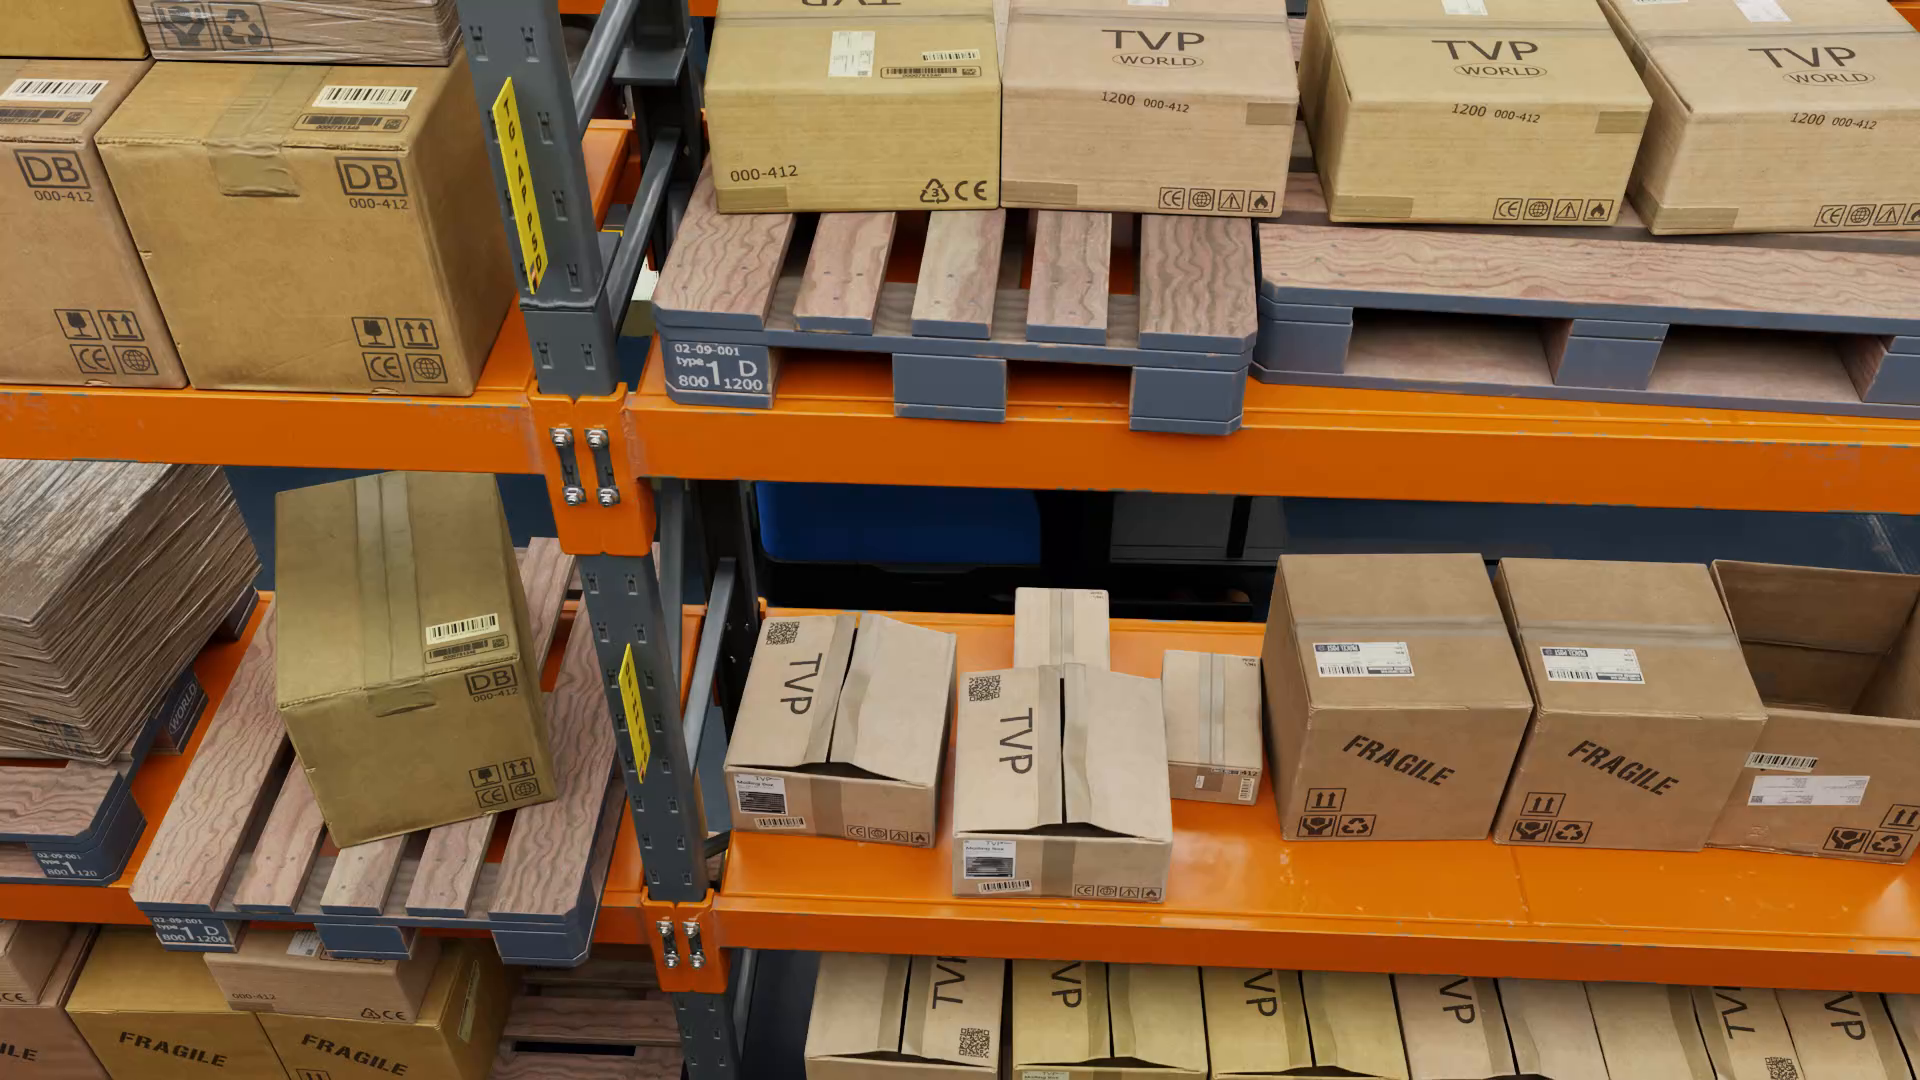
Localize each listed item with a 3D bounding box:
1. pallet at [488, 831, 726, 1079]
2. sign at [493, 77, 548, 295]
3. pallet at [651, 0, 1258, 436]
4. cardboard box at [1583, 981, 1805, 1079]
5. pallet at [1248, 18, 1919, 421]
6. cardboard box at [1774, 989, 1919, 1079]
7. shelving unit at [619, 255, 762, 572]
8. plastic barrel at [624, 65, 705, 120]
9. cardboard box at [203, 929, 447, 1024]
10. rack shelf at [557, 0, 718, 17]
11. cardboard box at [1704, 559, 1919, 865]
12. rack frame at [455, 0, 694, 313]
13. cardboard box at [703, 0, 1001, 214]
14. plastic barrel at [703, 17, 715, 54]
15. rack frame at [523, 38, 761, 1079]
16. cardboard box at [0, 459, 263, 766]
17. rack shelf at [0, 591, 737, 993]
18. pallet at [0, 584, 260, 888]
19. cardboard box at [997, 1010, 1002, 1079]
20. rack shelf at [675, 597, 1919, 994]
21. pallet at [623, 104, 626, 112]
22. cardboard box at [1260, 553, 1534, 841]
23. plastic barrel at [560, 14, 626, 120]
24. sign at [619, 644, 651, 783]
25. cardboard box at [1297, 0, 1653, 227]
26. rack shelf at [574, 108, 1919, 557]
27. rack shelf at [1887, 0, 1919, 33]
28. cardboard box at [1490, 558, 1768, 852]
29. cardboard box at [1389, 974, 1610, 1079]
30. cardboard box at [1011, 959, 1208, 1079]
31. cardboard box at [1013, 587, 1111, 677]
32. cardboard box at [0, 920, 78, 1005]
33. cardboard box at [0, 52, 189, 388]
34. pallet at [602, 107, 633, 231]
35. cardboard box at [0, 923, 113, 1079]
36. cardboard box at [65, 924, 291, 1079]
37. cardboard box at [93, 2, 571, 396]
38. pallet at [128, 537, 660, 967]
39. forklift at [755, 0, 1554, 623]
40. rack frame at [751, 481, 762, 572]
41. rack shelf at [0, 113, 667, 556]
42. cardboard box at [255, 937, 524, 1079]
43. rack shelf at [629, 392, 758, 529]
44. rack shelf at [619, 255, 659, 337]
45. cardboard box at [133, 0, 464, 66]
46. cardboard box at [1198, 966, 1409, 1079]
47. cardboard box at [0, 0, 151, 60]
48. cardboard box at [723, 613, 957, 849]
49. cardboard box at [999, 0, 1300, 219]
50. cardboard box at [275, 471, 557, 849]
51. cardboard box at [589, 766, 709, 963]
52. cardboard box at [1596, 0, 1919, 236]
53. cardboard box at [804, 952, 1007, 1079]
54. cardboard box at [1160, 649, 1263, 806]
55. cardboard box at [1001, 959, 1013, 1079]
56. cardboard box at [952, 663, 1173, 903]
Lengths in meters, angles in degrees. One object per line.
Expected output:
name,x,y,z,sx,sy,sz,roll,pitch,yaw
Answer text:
pallet,-1.388,1.351,5.145,1.213,0.211,1.003,2,43,2
sign,-0.671,-0.538,2.547,0.005,0.325,0.100,2,43,2
pallet,0.038,-0.689,3.227,1.003,0.211,1.213,4,43,4
cardboard box,1.916,1.303,4.448,0.500,0.311,0.500,2,43,2
pallet,1.155,-0.657,3.193,1.213,0.211,1.003,4,43,4
cardboard box,2.414,1.320,4.430,0.500,0.311,0.500,3,43,3
shelving unit,-1.139,-0.563,6.254,0.755,1.500,0.431,1,43,1
plastic barrel,-1.475,-2.197,8.425,0.421,0.512,0.421,0,43,0
cardboard box,-1.645,0.991,4.447,0.500,0.250,0.500,3,43,4
rack shelf,-2.415,-2.792,8.074,4.000,0.370,1.077,2,43,2
cardboard box,2.059,0.414,4.031,0.500,0.500,0.500,5,43,5
rack frame,-0.644,-1.816,2.098,0.127,3.000,1.000,2,43,2
cardboard box,-0.188,-0.842,3.054,0.500,0.250,0.500,-1,43,-1
plastic barrel,-0.907,-2.357,8.363,0.708,0.830,0.600,2,43,2
rack frame,-0.644,0.379,4.143,0.127,3.000,1.000,2,43,2
cardboard box,-2.183,0.088,4.073,0.500,0.500,0.700,9,44,10
rack shelf,-2.642,0.581,4.454,4.000,0.370,1.077,2,43,2
pallet,-2.587,0.393,4.269,1.213,0.211,1.003,2,43,2
cardboard box,-0.134,1.448,4.705,0.500,0.250,0.500,2,43,2
rack shelf,1.354,0.704,4.322,4.000,0.370,1.077,2,43,2
pallet,-2.422,-2.009,8.751,1.213,0.211,1.003,2,43,2
cardboard box,1.033,0.383,4.065,0.500,0.500,0.500,0,43,0
plastic barrel,-2.035,-2.303,8.483,0.708,0.588,0.600,2,43,2
sign,-0.659,0.354,3.378,0.005,0.325,0.100,2,43,2
cardboard box,0.907,-0.813,3.023,0.500,0.250,0.500,1,43,1
rack shelf,1.354,-0.394,3.299,4.000,0.370,1.077,2,43,2
rack shelf,5.577,-2.546,7.811,4.000,0.370,1.077,2,43,2
cardboard box,1.559,0.399,4.048,0.500,0.500,0.500,2,43,2
cardboard box,1.414,1.285,4.467,0.500,0.311,0.500,1,43,1
cardboard box,0.391,1.253,4.502,0.500,0.311,0.500,1,43,1
cardboard box,0.267,0.310,4.400,0.250,0.149,0.380,2,43,2
cardboard box,-2.668,0.962,4.478,0.500,0.250,0.500,1,43,1
cardboard box,-1.591,-0.761,3.093,0.500,0.500,0.910,2,43,2
pallet,-1.207,-1.969,8.709,1.213,0.211,1.003,2,43,2
cardboard box,-2.630,1.236,4.734,0.500,0.500,0.500,0,43,0
cardboard box,-2.106,1.248,4.721,0.500,0.500,0.500,0,43,0
cardboard box,-1.081,-0.746,3.076,0.500,0.500,0.910,2,43,2
pallet,-1.324,0.476,4.179,1.003,0.211,1.213,2,43,2
forklift,0.765,-1.094,5.774,3.031,2.935,1.130,1,43,1
rack frame,-0.773,-0.557,6.247,0.023,1.500,0.400,1,43,1
rack shelf,-2.642,-0.517,3.431,4.000,0.370,1.077,2,43,2
cardboard box,-1.589,1.264,4.704,0.500,0.500,0.500,3,43,4
rack shelf,-1.139,-0.325,6.476,0.720,0.370,0.431,1,43,1
rack shelf,-1.139,-0.849,5.988,0.720,0.370,0.431,1,43,1
cardboard box,-1.080,-1.139,2.764,0.500,0.500,0.500,2,43,2
cardboard box,0.900,1.270,4.484,0.500,0.311,0.500,1,43,1
cardboard box,-1.589,-1.154,2.781,0.500,0.500,0.500,2,43,2
cardboard box,-0.283,0.453,4.129,0.500,0.311,0.500,4,43,5
cardboard box,0.336,-0.838,3.050,0.500,0.250,0.500,3,43,3
cardboard box,-1.278,0.246,3.904,0.500,0.500,0.700,-12,44,-12
cardboard box,-1.086,0.924,5.068,0.500,0.500,0.500,3,43,4
cardboard box,1.445,-0.795,3.004,0.500,0.250,0.500,-2,43,-2
cardboard box,-0.134,1.242,4.514,0.500,0.311,0.500,3,43,3
cardboard box,0.632,0.472,4.227,0.250,0.149,0.380,5,43,5
cardboard box,0.368,1.462,4.689,0.500,0.250,0.500,1,43,1
cardboard box,0.241,0.571,4.002,0.500,0.311,0.500,1,43,1
